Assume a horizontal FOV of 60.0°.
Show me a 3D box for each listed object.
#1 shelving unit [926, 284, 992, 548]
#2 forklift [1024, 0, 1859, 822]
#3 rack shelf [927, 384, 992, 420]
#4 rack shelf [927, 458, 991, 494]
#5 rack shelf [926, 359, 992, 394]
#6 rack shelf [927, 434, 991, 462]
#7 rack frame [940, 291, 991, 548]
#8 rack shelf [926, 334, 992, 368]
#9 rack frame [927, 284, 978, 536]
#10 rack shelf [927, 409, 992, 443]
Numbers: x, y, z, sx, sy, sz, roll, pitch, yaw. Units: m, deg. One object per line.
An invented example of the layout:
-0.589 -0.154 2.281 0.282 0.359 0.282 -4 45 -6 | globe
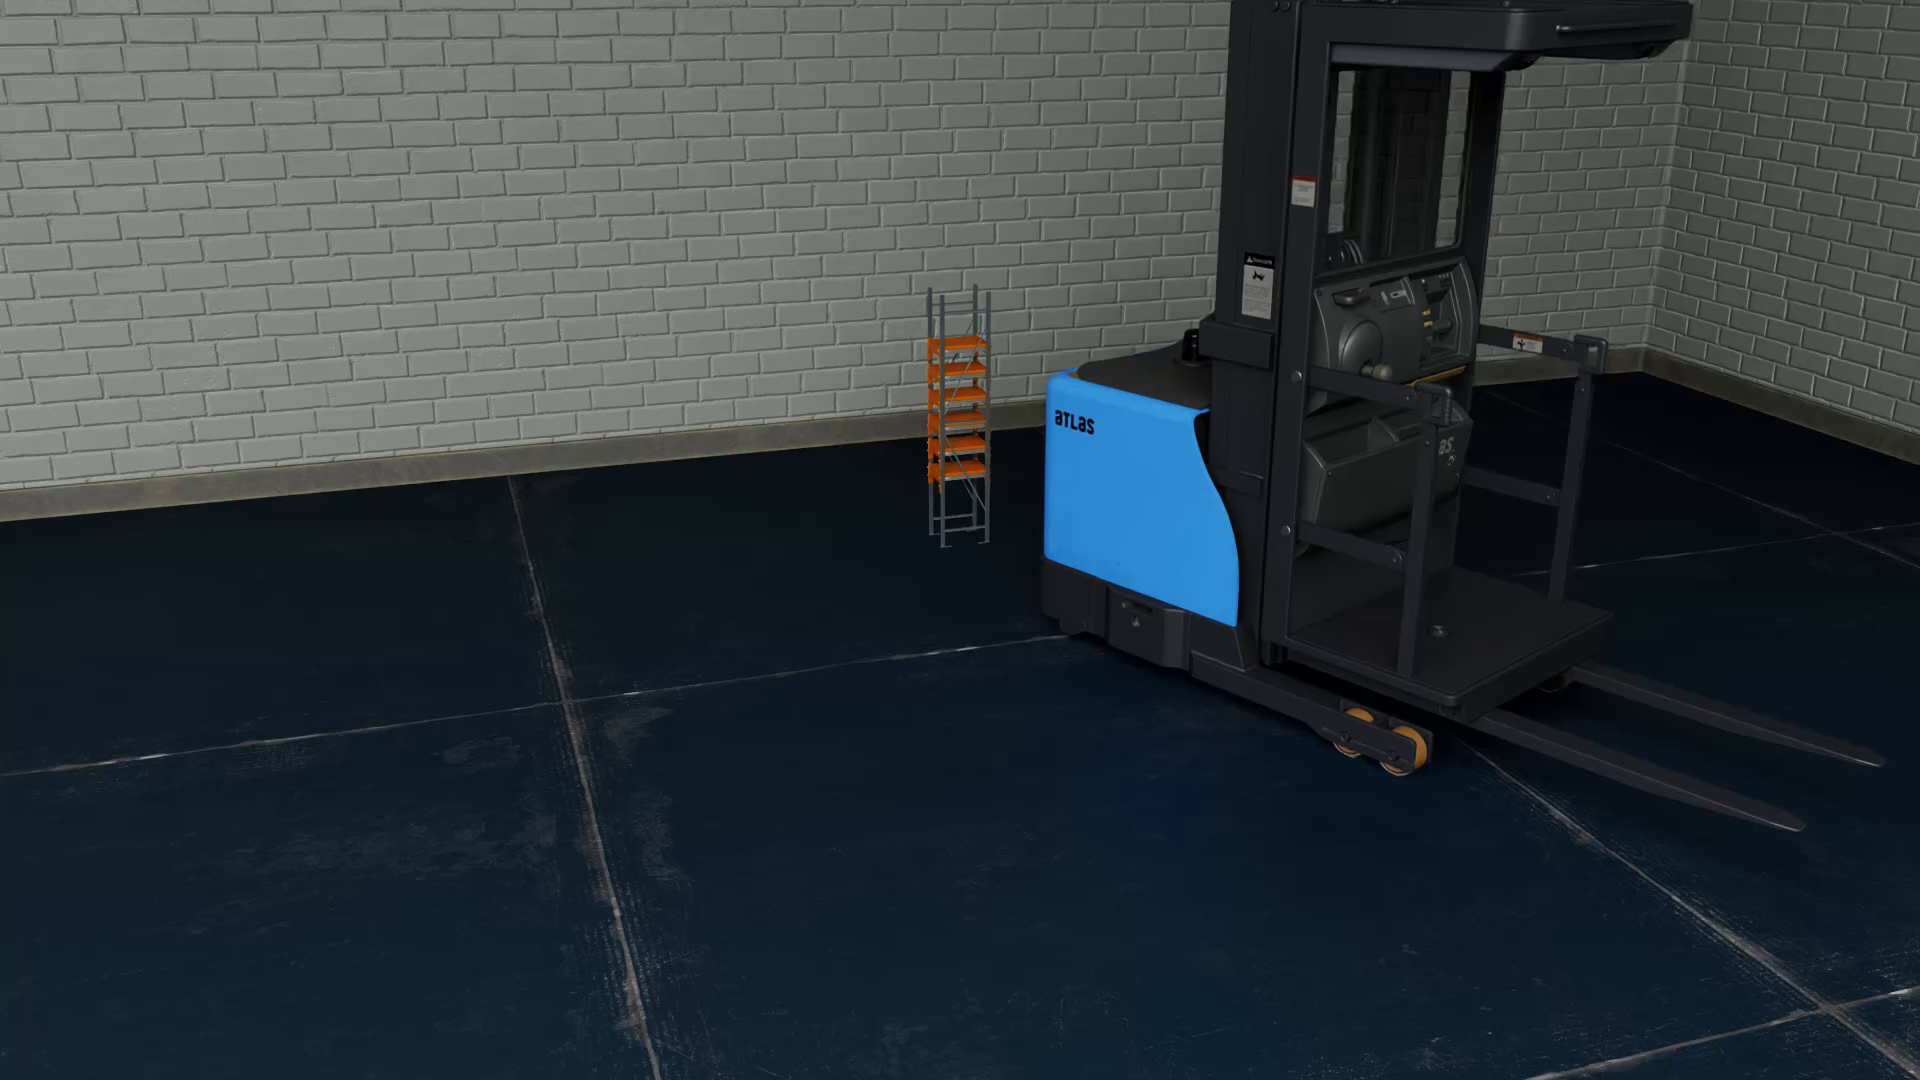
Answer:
-0.005 -0.569 7.727 0.258 1.200 0.189 -6 21 -17 | shelving unit
1.633 -0.790 5.779 1.130 2.935 3.031 -17 26 -39 | forklift
-0.005 -0.640 7.701 0.258 0.103 0.180 -6 21 -17 | rack shelf
-0.005 -0.302 7.823 0.258 0.103 0.180 -6 21 -17 | rack shelf
-0.005 -0.753 7.660 0.258 0.103 0.180 -6 21 -17 | rack shelf
-0.005 -0.415 7.782 0.258 0.103 0.180 -6 21 -17 | rack shelf
0.024 -0.540 7.645 0.240 1.200 0.006 -6 21 -17 | rack frame
-0.005 -0.866 7.620 0.258 0.103 0.180 -6 21 -17 | rack shelf
-0.033 -0.599 7.808 0.240 1.200 0.006 -6 21 -17 | rack frame
-0.005 -0.528 7.742 0.258 0.103 0.180 -6 21 -17 | rack shelf
